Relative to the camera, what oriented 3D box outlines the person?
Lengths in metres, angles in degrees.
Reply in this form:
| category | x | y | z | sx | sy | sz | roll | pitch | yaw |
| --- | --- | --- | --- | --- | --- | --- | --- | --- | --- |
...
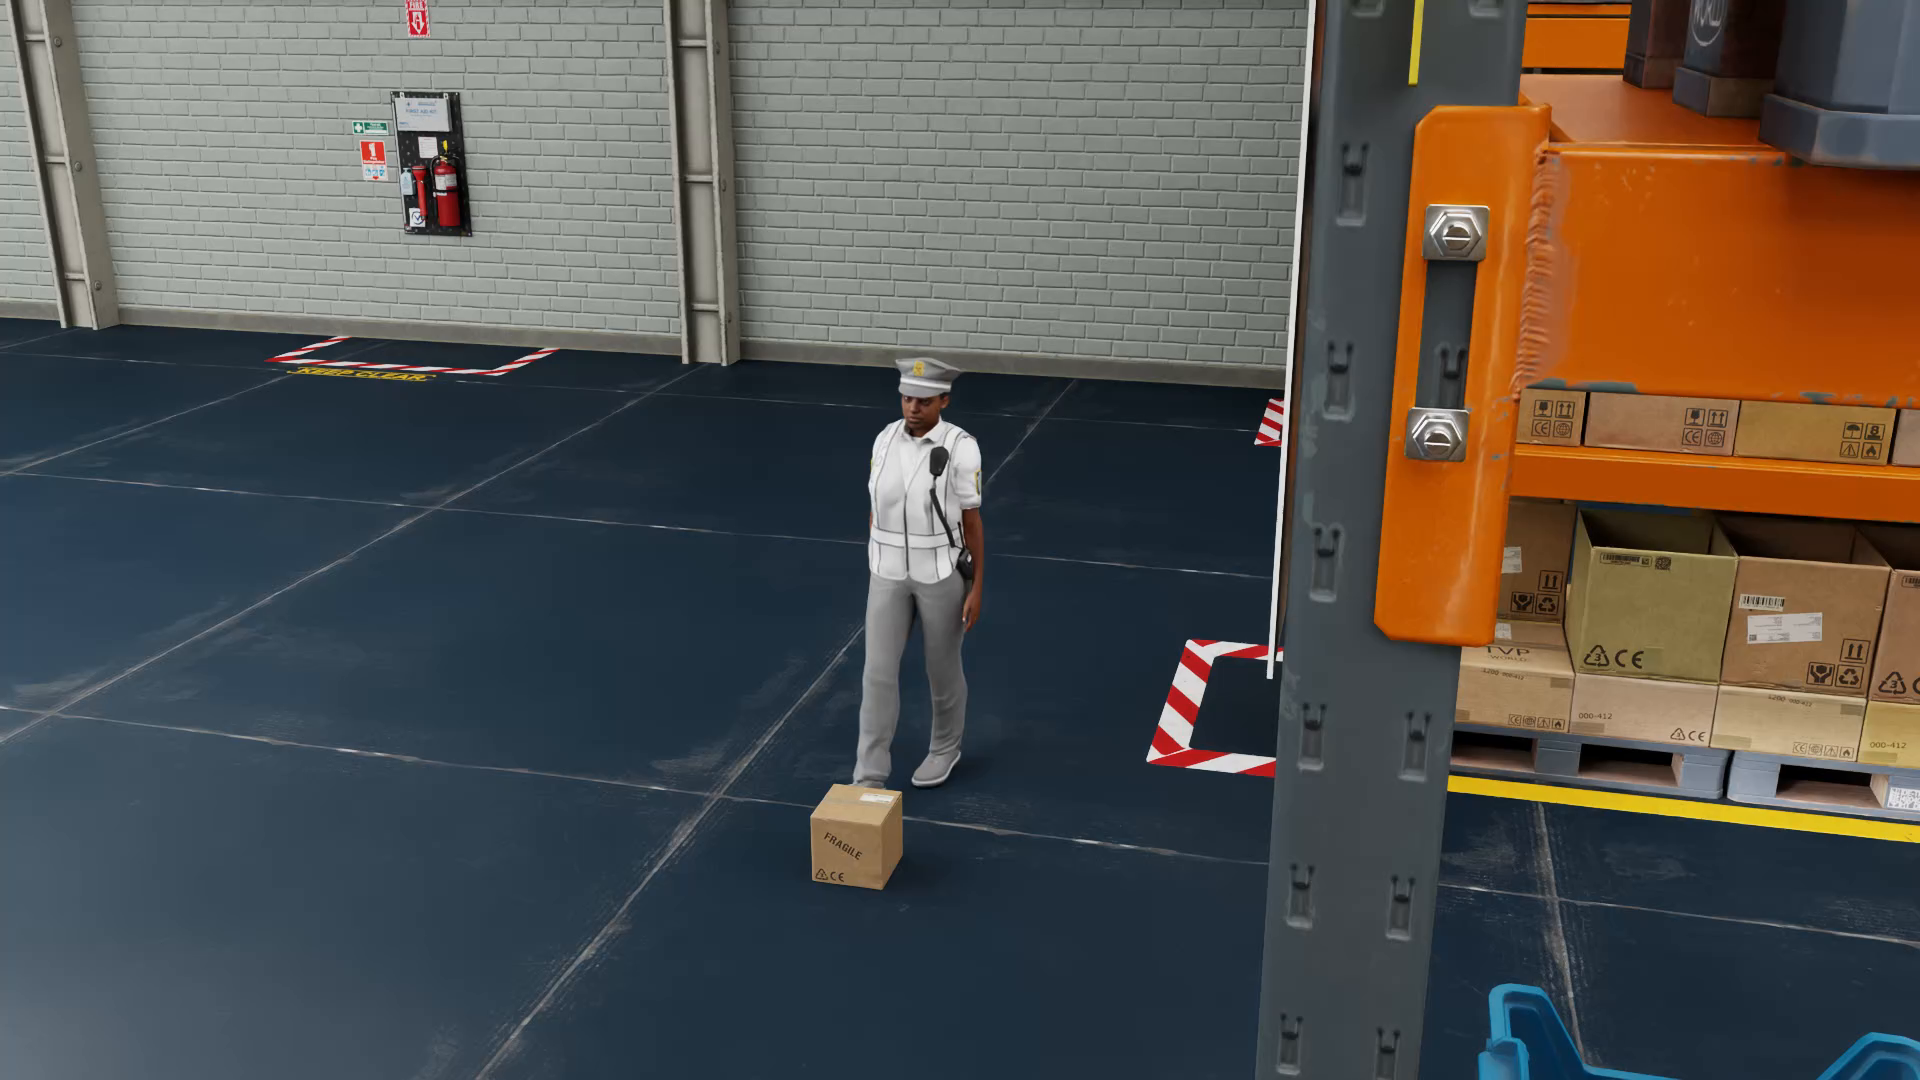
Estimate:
| category | x | y | z | sx | sy | sz | roll | pitch | yaw |
| --- | --- | --- | --- | --- | --- | --- | --- | --- | --- |
| person | -0.173 | 0.173 | 6.001 | 0.463 | 1.670 | 0.693 | 6 | 19 | 18 |
